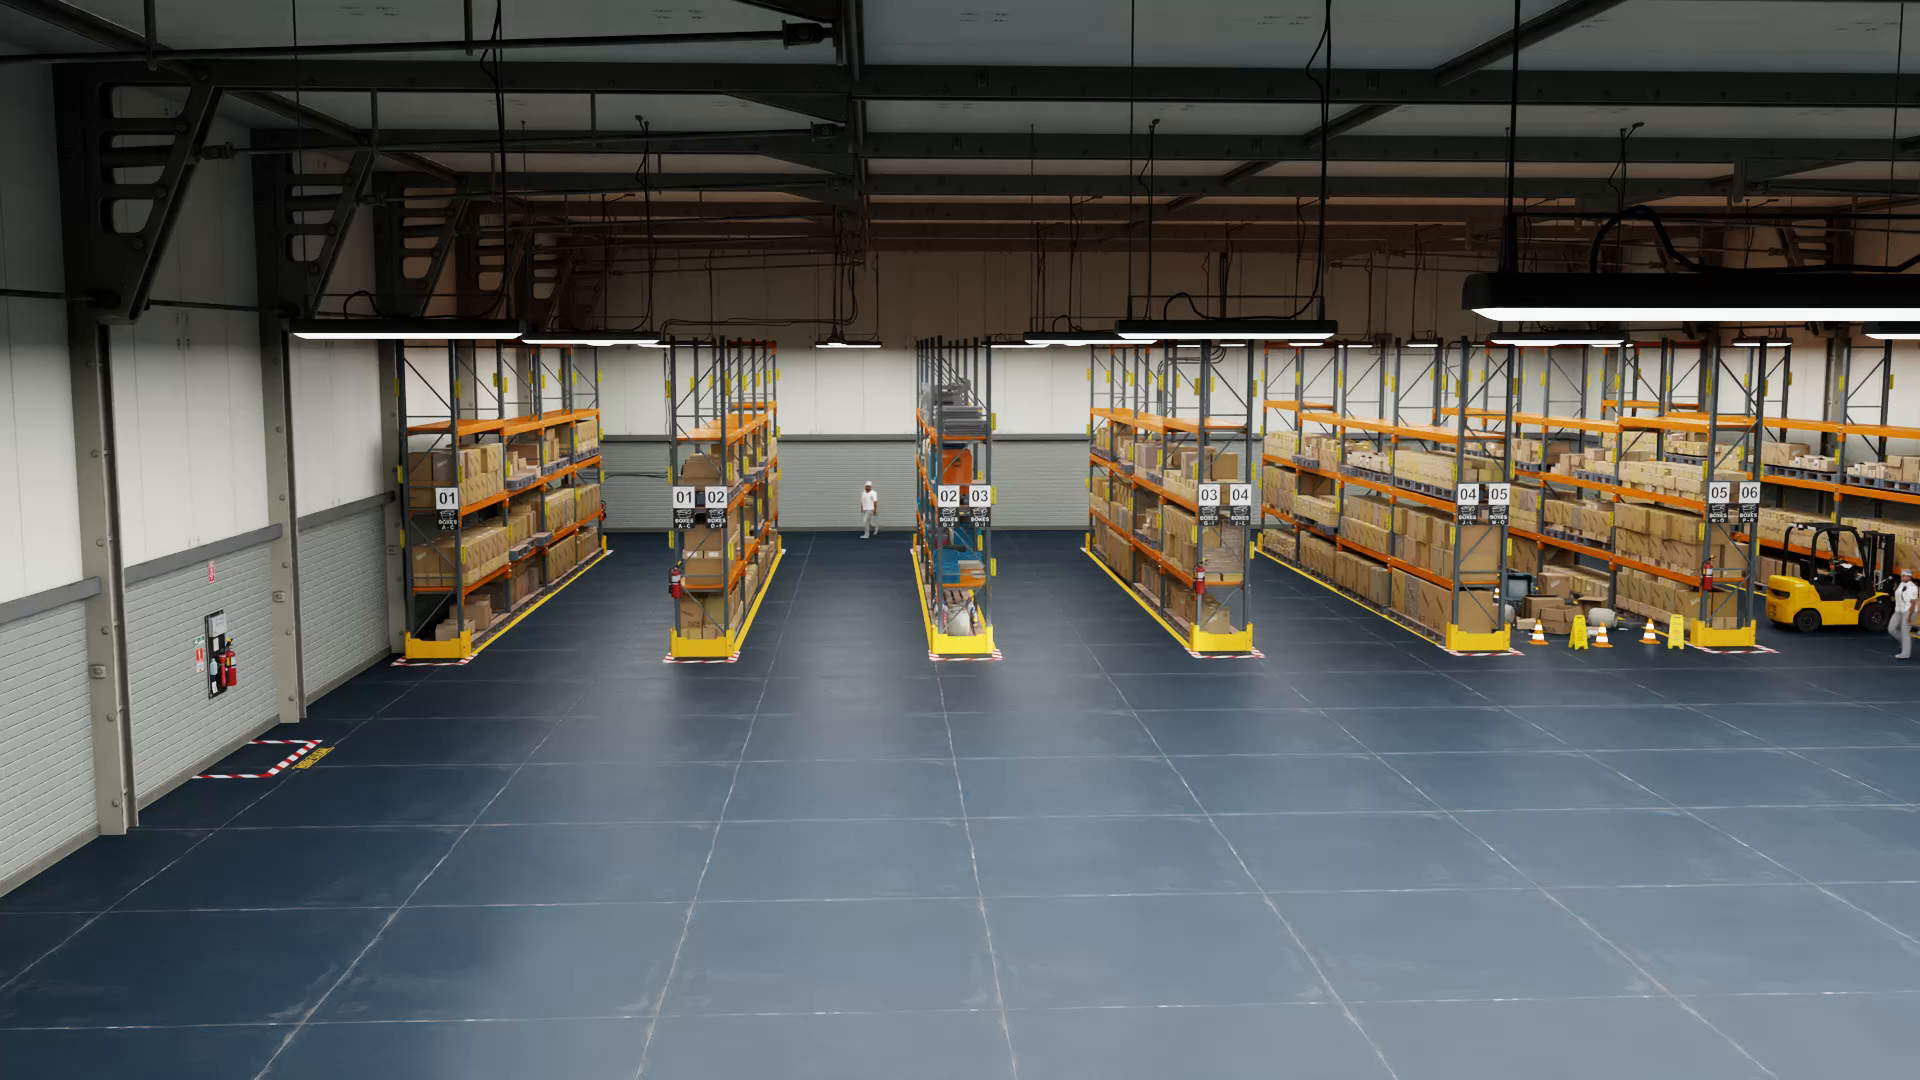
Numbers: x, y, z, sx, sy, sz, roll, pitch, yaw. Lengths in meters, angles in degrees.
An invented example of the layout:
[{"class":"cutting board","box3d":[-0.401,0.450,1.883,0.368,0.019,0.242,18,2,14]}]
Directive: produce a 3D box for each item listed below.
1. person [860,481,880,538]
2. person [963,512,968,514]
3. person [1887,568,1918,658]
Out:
[{"class":"person","box3d":[-2.767,-0.935,50.895,0.795,1.747,0.557,-5,8,-35]},{"class":"person","box3d":[-0.019,-0.673,48.489,0.695,1.772,0.618,3,7,21]},{"class":"person","box3d":[17.634,1.356,30.974,0.473,1.676,0.453,-2,7,-14]}]
